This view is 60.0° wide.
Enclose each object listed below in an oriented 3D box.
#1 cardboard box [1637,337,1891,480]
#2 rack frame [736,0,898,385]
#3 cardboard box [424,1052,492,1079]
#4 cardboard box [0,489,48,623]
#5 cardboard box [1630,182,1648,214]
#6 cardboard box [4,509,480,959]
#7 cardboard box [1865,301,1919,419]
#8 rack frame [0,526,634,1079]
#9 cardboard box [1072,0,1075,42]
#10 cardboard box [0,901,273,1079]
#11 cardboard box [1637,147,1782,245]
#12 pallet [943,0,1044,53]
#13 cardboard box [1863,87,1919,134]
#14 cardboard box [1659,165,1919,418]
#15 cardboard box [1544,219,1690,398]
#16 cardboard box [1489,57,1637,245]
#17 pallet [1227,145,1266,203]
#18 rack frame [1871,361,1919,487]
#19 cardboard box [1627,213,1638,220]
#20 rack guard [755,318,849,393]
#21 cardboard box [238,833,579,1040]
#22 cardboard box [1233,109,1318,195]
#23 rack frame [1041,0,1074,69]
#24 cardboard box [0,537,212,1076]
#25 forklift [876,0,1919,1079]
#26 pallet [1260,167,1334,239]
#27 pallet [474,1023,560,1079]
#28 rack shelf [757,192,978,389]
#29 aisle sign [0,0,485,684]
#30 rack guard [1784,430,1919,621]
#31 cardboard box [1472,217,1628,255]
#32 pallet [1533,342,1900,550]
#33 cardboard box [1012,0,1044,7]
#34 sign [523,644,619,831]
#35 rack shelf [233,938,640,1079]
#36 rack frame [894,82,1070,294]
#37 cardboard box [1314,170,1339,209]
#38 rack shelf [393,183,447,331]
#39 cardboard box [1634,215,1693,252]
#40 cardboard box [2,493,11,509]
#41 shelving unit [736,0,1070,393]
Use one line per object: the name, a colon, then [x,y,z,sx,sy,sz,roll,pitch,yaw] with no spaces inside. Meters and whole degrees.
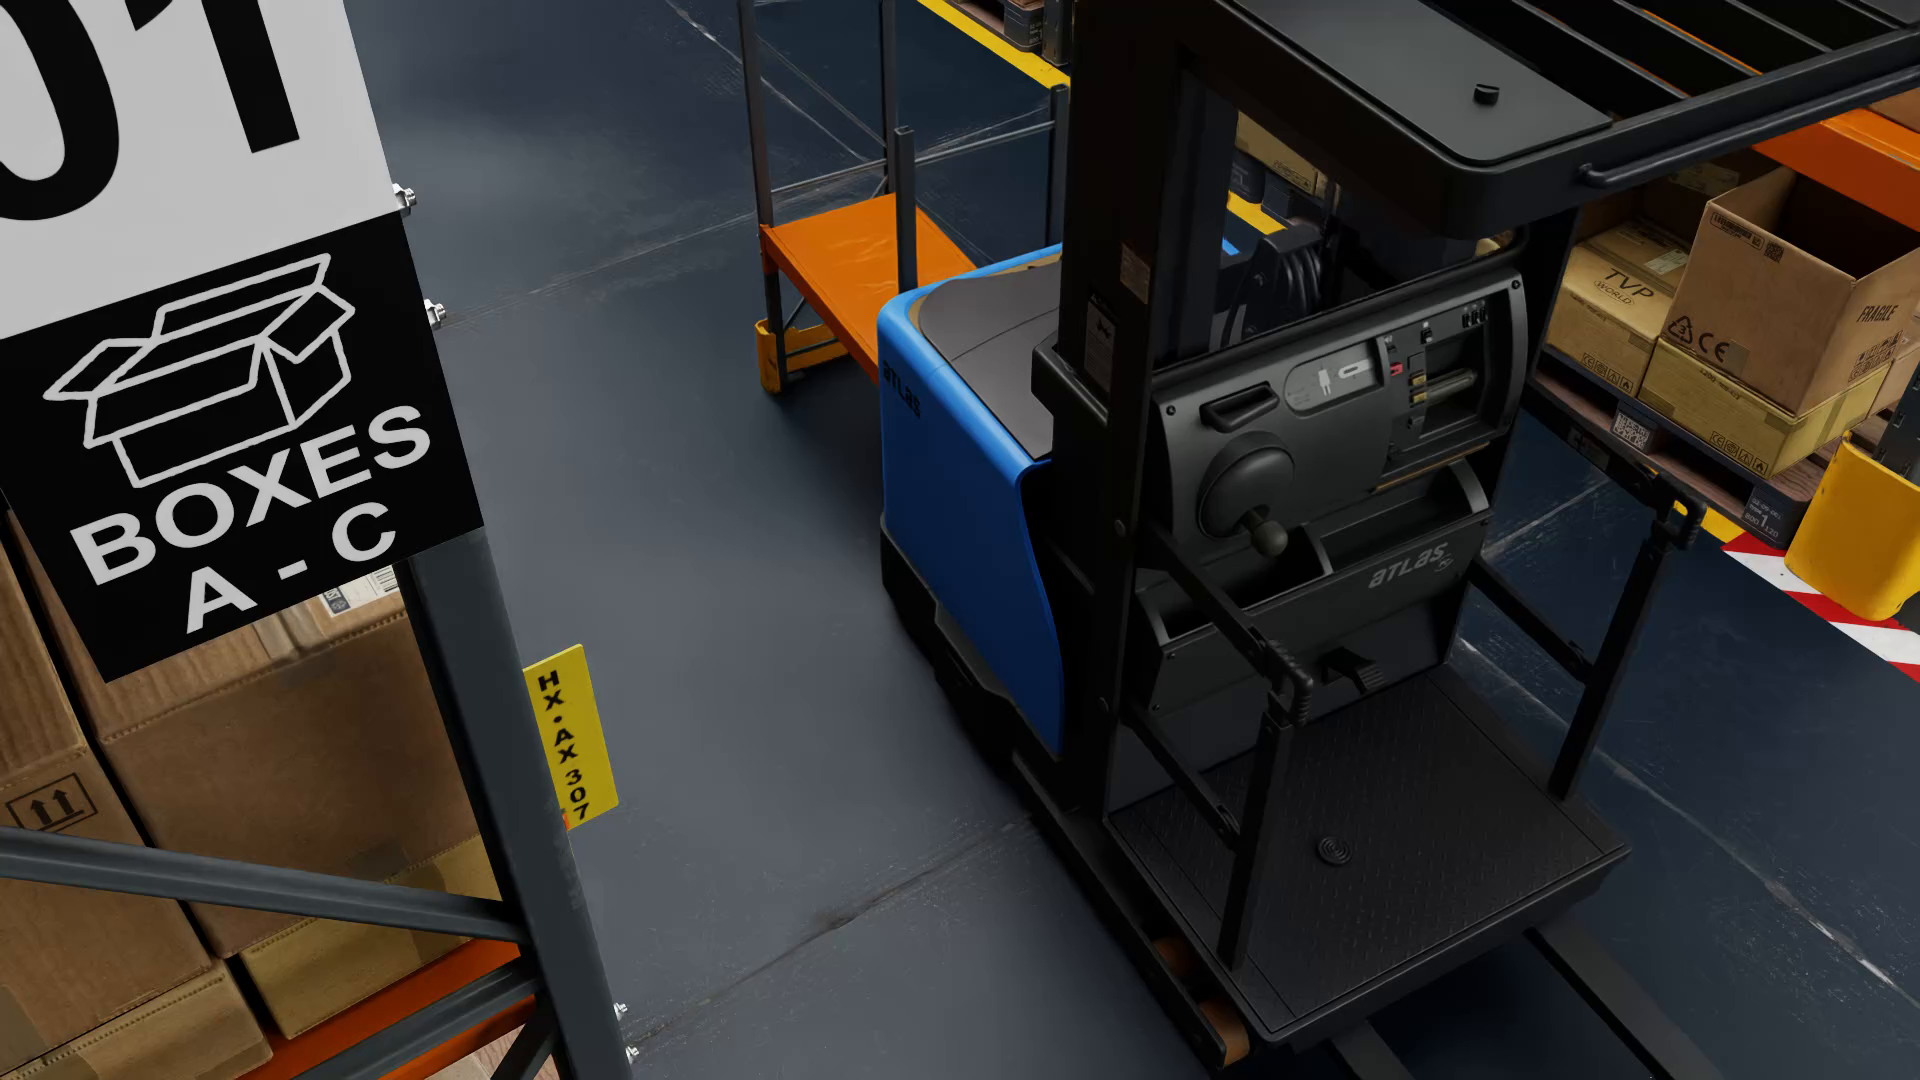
cardboard box: [2.553,-0.509,5.298,0.500,0.250,0.500,-26,49,-24]
rack frame: [-0.427,-1.172,5.392,0.500,1.500,0.032,-21,47,-20]
cardboard box: [-1.281,1.181,3.469,0.500,0.311,0.500,-31,52,-29]
cardboard box: [-1.683,0.099,2.526,0.500,0.500,0.500,-25,49,-24]
cardboard box: [2.393,-1.545,5.840,0.500,0.500,0.500,-26,49,-24]
cardboard box: [-0.986,0.181,2.439,0.500,0.500,0.500,-26,49,-24]
cardboard box: [2.978,-0.713,5.512,0.500,0.250,0.500,-26,49,-24]
rack frame: [-0.956,0.793,2.247,0.949,2.616,0.053,-26,49,-24]
cardboard box: [0.830,-2.205,7.074,0.500,0.250,0.500,-26,49,-24]
cardboard box: [-1.385,0.654,2.487,0.500,0.250,0.500,-25,49,-24]
cardboard box: [2.690,-1.267,5.549,0.500,0.500,0.500,-26,49,-24]
pallet: [0.360,-2.823,8.054,1.003,0.211,1.213,-26,49,-24]
cardboard box: [2.845,-1.470,4.545,0.700,0.500,0.500,-26,49,-24]
cardboard box: [2.551,-0.779,5.038,0.500,0.500,0.500,-26,49,-24]
cardboard box: [2.257,-0.787,5.589,0.500,0.250,0.500,-26,49,-24]
cardboard box: [1.967,-1.340,5.625,0.500,0.500,0.500,-26,49,-24]
pallet: [1.234,-1.954,7.144,1.003,0.211,1.213,-26,49,-24]
rack frame: [3.102,-1.164,4.297,1.000,3.000,0.127,-26,49,-24]
cardboard box: [2.403,-1.278,6.104,0.500,0.250,0.500,-26,49,-24]
rack guard: [-0.426,-0.720,5.823,0.587,0.250,0.087,-21,47,-20]
cardboard box: [-0.978,0.440,2.711,0.500,0.250,0.500,-27,50,-26]
cardboard box: [1.394,-1.634,6.477,0.500,0.250,0.500,-26,49,-24]
rack frame: [0.814,-3.430,6.670,1.000,3.000,0.127,-26,49,-24]
cardboard box: [-1.403,0.388,2.223,0.500,0.500,0.500,-26,50,-25]
forklift: [0.912,-0.179,3.315,1.130,2.935,3.031,-21,47,-20]
pallet: [1.936,-1.263,6.420,1.003,0.211,1.213,-26,49,-24]
pallet: [-1.438,1.286,3.750,1.003,0.211,1.213,-26,49,-24]
rack shelf: [-0.183,-0.734,5.193,0.538,0.185,1.000,-21,47,-20]
aisle sign: [-0.672,-0.223,1.429,0.394,0.787,0.004,-26,49,-24]
rack guard: [3.116,-0.246,5.146,1.175,0.500,0.348,-26,49,-24]
cardboard box: [1.969,-1.069,5.885,0.500,0.250,0.500,-26,49,-24]
pallet: [2.630,-0.572,5.696,1.003,0.211,1.213,-26,49,-24]
cardboard box: [0.339,-2.707,7.601,0.500,0.250,0.500,-26,50,-25]
sign: [-0.514,0.267,2.171,0.100,0.325,0.005,-26,49,-24]
rack shelf: [-2.103,-0.078,3.680,1.077,0.370,4.000,-26,49,-24]
rack frame: [0.060,-0.556,4.746,0.500,1.500,0.032,-21,47,-20]
cardboard box: [1.685,-1.353,6.182,0.500,0.250,0.500,-26,49,-24]
rack shelf: [-2.103,-1.163,2.644,1.077,0.370,4.000,-26,49,-24]
cardboard box: [2.689,-0.995,5.807,0.500,0.250,0.500,-26,49,-24]
cardboard box: [-1.260,-0.102,2.736,0.500,0.500,0.500,-26,49,-24]
shelving unit: [-0.188,-0.870,5.075,0.587,1.500,1.083,-21,47,-20]
